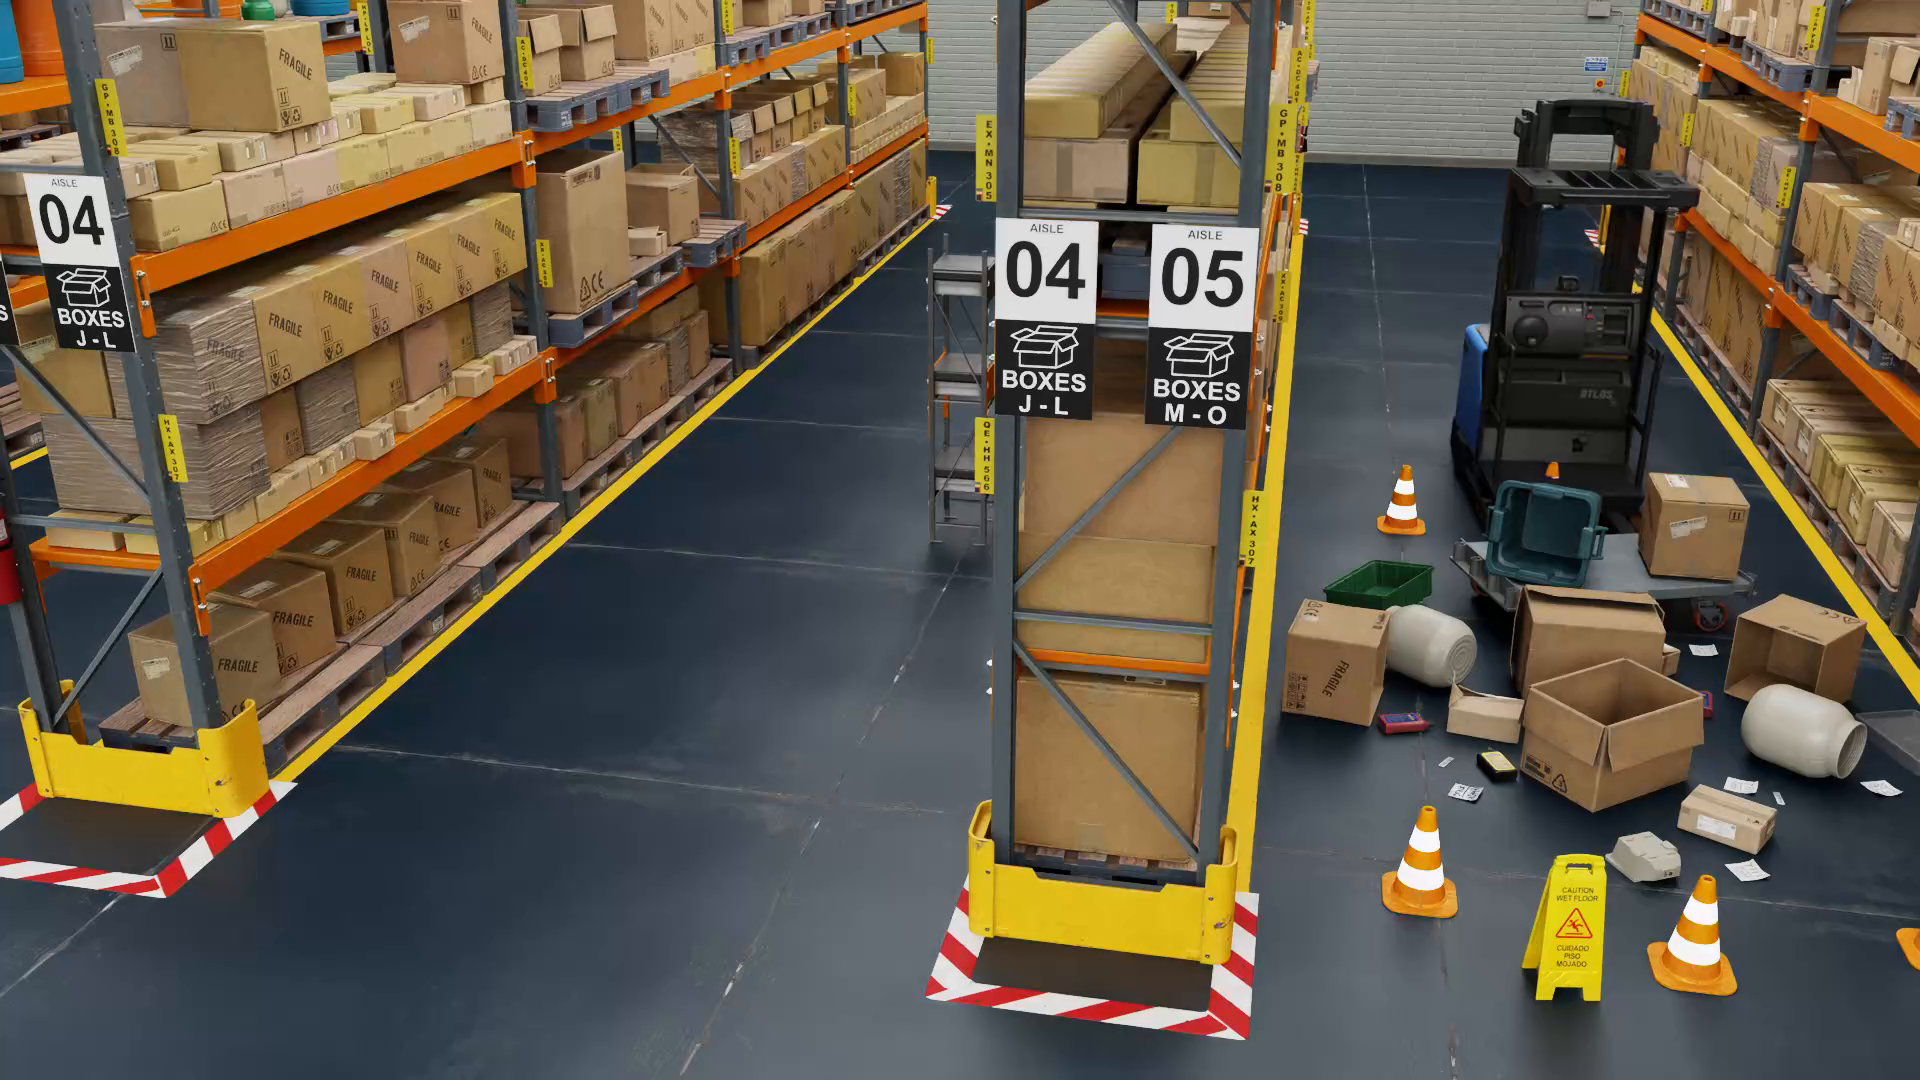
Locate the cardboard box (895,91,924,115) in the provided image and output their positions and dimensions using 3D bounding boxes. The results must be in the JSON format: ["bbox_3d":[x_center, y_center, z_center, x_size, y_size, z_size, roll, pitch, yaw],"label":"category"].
[{"bbox_3d":[-0.770,-5.788,22.012,0.500,0.250,0.500,4,22,10],"label":"cardboard box"}]

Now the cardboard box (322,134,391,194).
[{"bbox_3d":[-3.539,-2.104,9.249,0.500,0.250,0.500,5,22,13],"label":"cardboard box"}]

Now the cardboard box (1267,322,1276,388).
[{"bbox_3d":[1.826,-1.331,11.010,0.500,0.500,0.500,5,22,12],"label":"cardboard box"}]

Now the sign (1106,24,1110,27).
[{"bbox_3d":[0.922,-2.928,9.980,0.100,0.325,0.005,4,22,11],"label":"sign"}]

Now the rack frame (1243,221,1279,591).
[{"bbox_3d":[1.455,-1.113,10.602,1.000,3.000,0.127,4,22,11],"label":"rack frame"}]

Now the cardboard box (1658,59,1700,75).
[{"bbox_3d":[8.069,-5.300,18.657,0.380,0.149,0.250,4,22,10],"label":"cardboard box"}]

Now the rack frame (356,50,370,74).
[{"bbox_3d":[-6.596,-4.832,19.835,1.000,3.000,0.127,4,22,11],"label":"rack frame"}]

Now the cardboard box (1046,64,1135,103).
[{"bbox_3d":[0.584,-2.056,7.502,0.380,0.149,0.250,5,22,11],"label":"cardboard box"}]

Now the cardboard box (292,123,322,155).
[{"bbox_3d":[-3.614,-2.128,8.775,0.380,0.149,0.250,3,22,8],"label":"cardboard box"}]

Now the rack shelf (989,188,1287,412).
[{"bbox_3d":[1.047,-1.439,8.360,1.077,0.370,4.000,4,22,11],"label":"rack shelf"}]

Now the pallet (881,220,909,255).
[{"bbox_3d":[-1.269,-3.880,21.205,1.003,0.211,1.213,4,22,11],"label":"pallet"}]

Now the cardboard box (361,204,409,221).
[{"bbox_3d":[-3.821,-1.848,10.557,0.500,0.500,0.500,4,22,11],"label":"cardboard box"}]

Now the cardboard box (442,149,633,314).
[{"bbox_3d":[-3.080,-2.281,12.137,1.000,1.000,1.000,5,22,11],"label":"cardboard box"}]

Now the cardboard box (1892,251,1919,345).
[{"bbox_3d":[6.291,-1.520,10.518,0.500,0.500,0.500,5,22,11],"label":"cardboard box"}]

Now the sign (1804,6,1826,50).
[{"bbox_3d":[6.597,-3.949,12.830,0.100,0.325,0.005,4,22,11],"label":"sign"}]

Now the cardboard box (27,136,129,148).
[{"bbox_3d":[-4.328,-1.892,8.188,0.380,0.149,0.250,3,22,9],"label":"cardboard box"}]

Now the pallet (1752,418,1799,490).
[{"bbox_3d":[6.977,-0.657,13.201,1.003,0.211,1.213,4,22,11],"label":"pallet"}]

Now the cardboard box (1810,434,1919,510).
[{"bbox_3d":[6.710,-0.458,11.932,0.950,0.372,0.625,5,23,13],"label":"cardboard box"}]

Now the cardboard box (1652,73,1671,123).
[{"bbox_3d":[8.097,-4.957,18.674,0.500,0.500,0.500,5,22,11],"label":"cardboard box"}]

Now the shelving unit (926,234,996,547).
[{"bbox_3d":[0.034,-1.035,11.612,0.431,2.100,0.503,4,22,11],"label":"shelving unit"}]

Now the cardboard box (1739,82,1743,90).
[{"bbox_3d":[8.320,-4.797,17.409,0.380,0.149,0.250,4,22,10],"label":"cardboard box"}]

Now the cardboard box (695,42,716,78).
[{"bbox_3d":[-2.420,-4.120,14.255,0.500,0.250,0.500,5,22,11],"label":"cardboard box"}]

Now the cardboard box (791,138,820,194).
[{"bbox_3d":[-1.783,-3.936,17.479,0.500,0.500,0.500,4,22,10],"label":"cardboard box"}]

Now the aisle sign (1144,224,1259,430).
[{"bbox_3d":[0.918,-0.807,6.363,0.394,0.787,0.004,4,22,11],"label":"aisle sign"}]

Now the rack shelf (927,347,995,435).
[{"bbox_3d":[0.034,-1.022,11.617,0.431,0.518,0.480,4,22,11],"label":"rack shelf"}]

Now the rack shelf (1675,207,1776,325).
[{"bbox_3d":[7.546,-2.633,15.340,1.077,0.370,4.000,4,22,11],"label":"rack shelf"}]

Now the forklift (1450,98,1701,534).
[{"bbox_3d":[4.365,-1.528,11.725,1.130,2.935,3.031,3,22,6],"label":"forklift"}]

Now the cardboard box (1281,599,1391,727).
[{"bbox_3d":[2.143,0.691,9.465,0.500,0.500,0.500,8,23,20],"label":"cardboard box"}]

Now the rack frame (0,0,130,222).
[{"bbox_3d":[-4.196,-2.848,6.880,1.000,3.000,0.127,4,22,11],"label":"rack frame"}]

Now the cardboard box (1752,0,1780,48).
[{"bbox_3d":[7.214,-4.535,14.387,0.500,0.500,0.500,5,22,11],"label":"cardboard box"}]

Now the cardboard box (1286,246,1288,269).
[{"bbox_3d":[2.971,-2.749,16.444,0.500,0.250,0.500,3,22,9],"label":"cardboard box"}]

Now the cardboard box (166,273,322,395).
[{"bbox_3d":[-3.708,-1.076,8.640,0.500,0.500,0.500,4,22,11],"label":"cardboard box"}]

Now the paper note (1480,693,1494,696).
[{"bbox_3d":[2.970,0.904,9.579,0.172,0.023,0.155,13,25,29],"label":"paper note"}]

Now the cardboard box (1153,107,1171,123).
[{"bbox_3d":[1.091,-1.694,7.136,0.500,0.250,0.500,4,22,10],"label":"cardboard box"}]

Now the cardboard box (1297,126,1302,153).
[{"bbox_3d":[3.668,-4.748,19.096,0.500,0.500,0.500,4,22,10],"label":"cardboard box"}]

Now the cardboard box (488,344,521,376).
[{"bbox_3d":[-3.196,-1.220,11.204,0.380,0.149,0.250,4,22,11],"label":"cardboard box"}]

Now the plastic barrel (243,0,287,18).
[{"bbox_3d":[-7.198,-5.678,17.177,0.433,0.535,0.433,0,22,0],"label":"plastic barrel"}]

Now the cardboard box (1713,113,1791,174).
[{"bbox_3d":[7.402,-3.698,15.549,0.500,0.500,0.500,4,22,10],"label":"cardboard box"}]

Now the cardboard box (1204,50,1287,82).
[{"bbox_3d":[1.383,-2.286,8.071,0.380,0.149,0.250,5,22,12],"label":"cardboard box"}]

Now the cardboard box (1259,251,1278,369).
[{"bbox_3d":[1.348,-1.341,9.523,0.875,0.550,0.550,4,22,11],"label":"cardboard box"}]

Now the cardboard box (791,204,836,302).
[{"bbox_3d":[-2.040,-3.101,17.820,1.225,0.875,0.875,4,22,9],"label":"cardboard box"}]

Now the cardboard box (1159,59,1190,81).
[{"bbox_3d":[0.980,-2.472,9.068,0.500,0.250,0.500,4,22,10],"label":"cardboard box"}]

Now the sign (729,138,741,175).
[{"bbox_3d":[-2.030,-3.454,14.970,0.100,0.325,0.005,4,22,11],"label":"sign"}]

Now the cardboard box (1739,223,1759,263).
[{"bbox_3d":[7.076,-2.559,14.393,0.500,0.250,0.500,5,22,12],"label":"cardboard box"}]

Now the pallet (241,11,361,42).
[{"bbox_3d":[-6.889,-5.426,17.549,1.003,0.211,1.213,4,22,11],"label":"pallet"}]

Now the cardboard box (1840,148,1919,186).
[{"bbox_3d":[7.478,-2.908,13.586,0.500,0.500,0.500,4,22,9],"label":"cardboard box"}]

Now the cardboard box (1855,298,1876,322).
[{"bbox_3d":[6.513,-1.622,11.640,0.380,0.149,0.250,5,23,13],"label":"cardboard box"}]

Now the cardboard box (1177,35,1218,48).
[{"bbox_3d":[1.598,-3.362,11.595,0.500,0.311,0.500,4,22,9],"label":"cardboard box"}]

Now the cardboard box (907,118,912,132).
[{"bbox_3d":[-0.837,-5.366,21.500,0.380,0.149,0.250,5,22,12],"label":"cardboard box"}]

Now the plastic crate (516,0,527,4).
[{"bbox_3d":[-5.701,-7.205,21.997,0.450,0.188,0.336,4,22,11],"label":"plastic crate"}]

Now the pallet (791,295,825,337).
[{"bbox_3d":[-2.078,-2.425,17.592,1.003,0.211,1.213,4,22,11],"label":"pallet"}]

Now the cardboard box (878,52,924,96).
[{"bbox_3d":[-0.773,-6.135,21.870,0.500,0.500,0.500,5,22,12],"label":"cardboard box"}]

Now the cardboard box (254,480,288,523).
[{"bbox_3d":[-3.769,-0.215,8.709,0.380,0.149,0.250,4,22,11],"label":"cardboard box"}]
